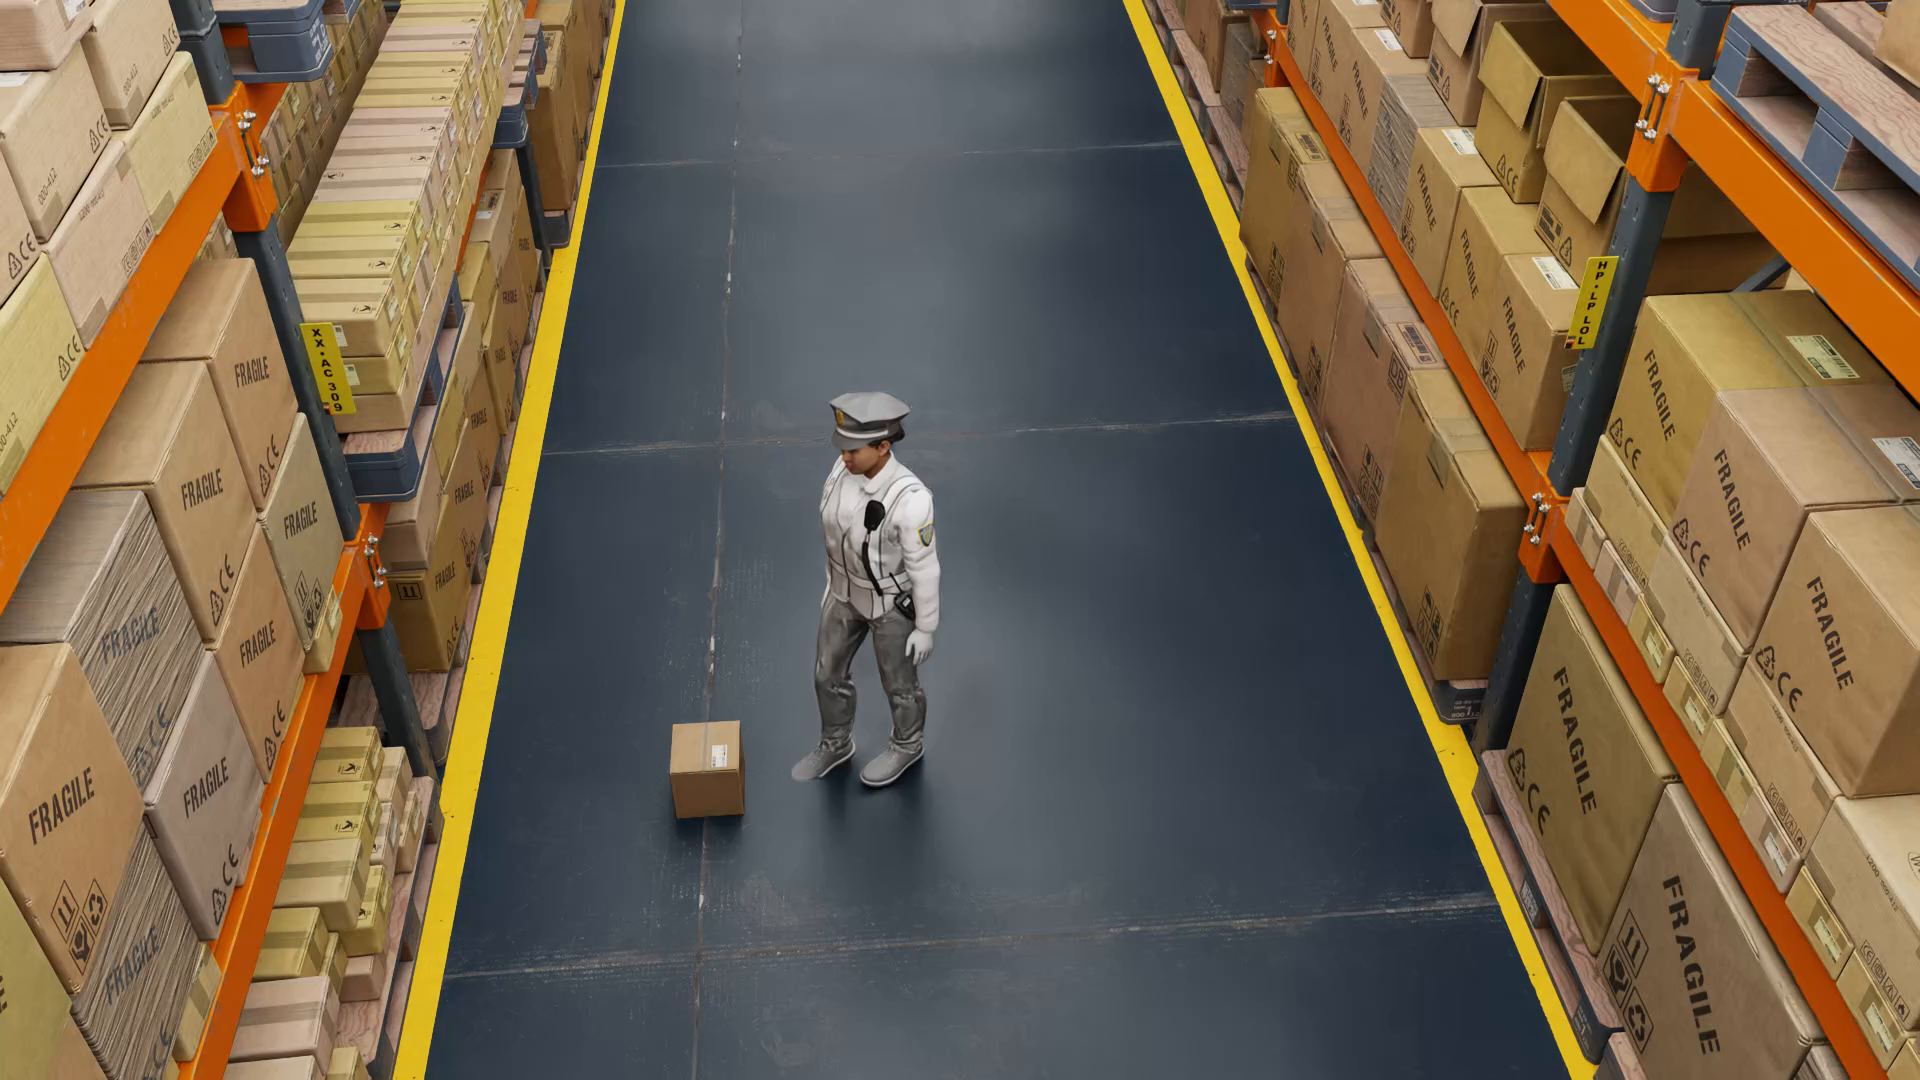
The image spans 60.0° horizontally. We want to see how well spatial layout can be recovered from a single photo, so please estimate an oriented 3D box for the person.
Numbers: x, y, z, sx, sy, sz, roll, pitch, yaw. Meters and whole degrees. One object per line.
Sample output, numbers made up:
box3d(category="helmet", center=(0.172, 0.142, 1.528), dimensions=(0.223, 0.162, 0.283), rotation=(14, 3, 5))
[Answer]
box3d(category="person", center=(-0.334, 0.270, 5.838), dimensions=(0.518, 1.724, 0.457), rotation=(32, 49, 33))
